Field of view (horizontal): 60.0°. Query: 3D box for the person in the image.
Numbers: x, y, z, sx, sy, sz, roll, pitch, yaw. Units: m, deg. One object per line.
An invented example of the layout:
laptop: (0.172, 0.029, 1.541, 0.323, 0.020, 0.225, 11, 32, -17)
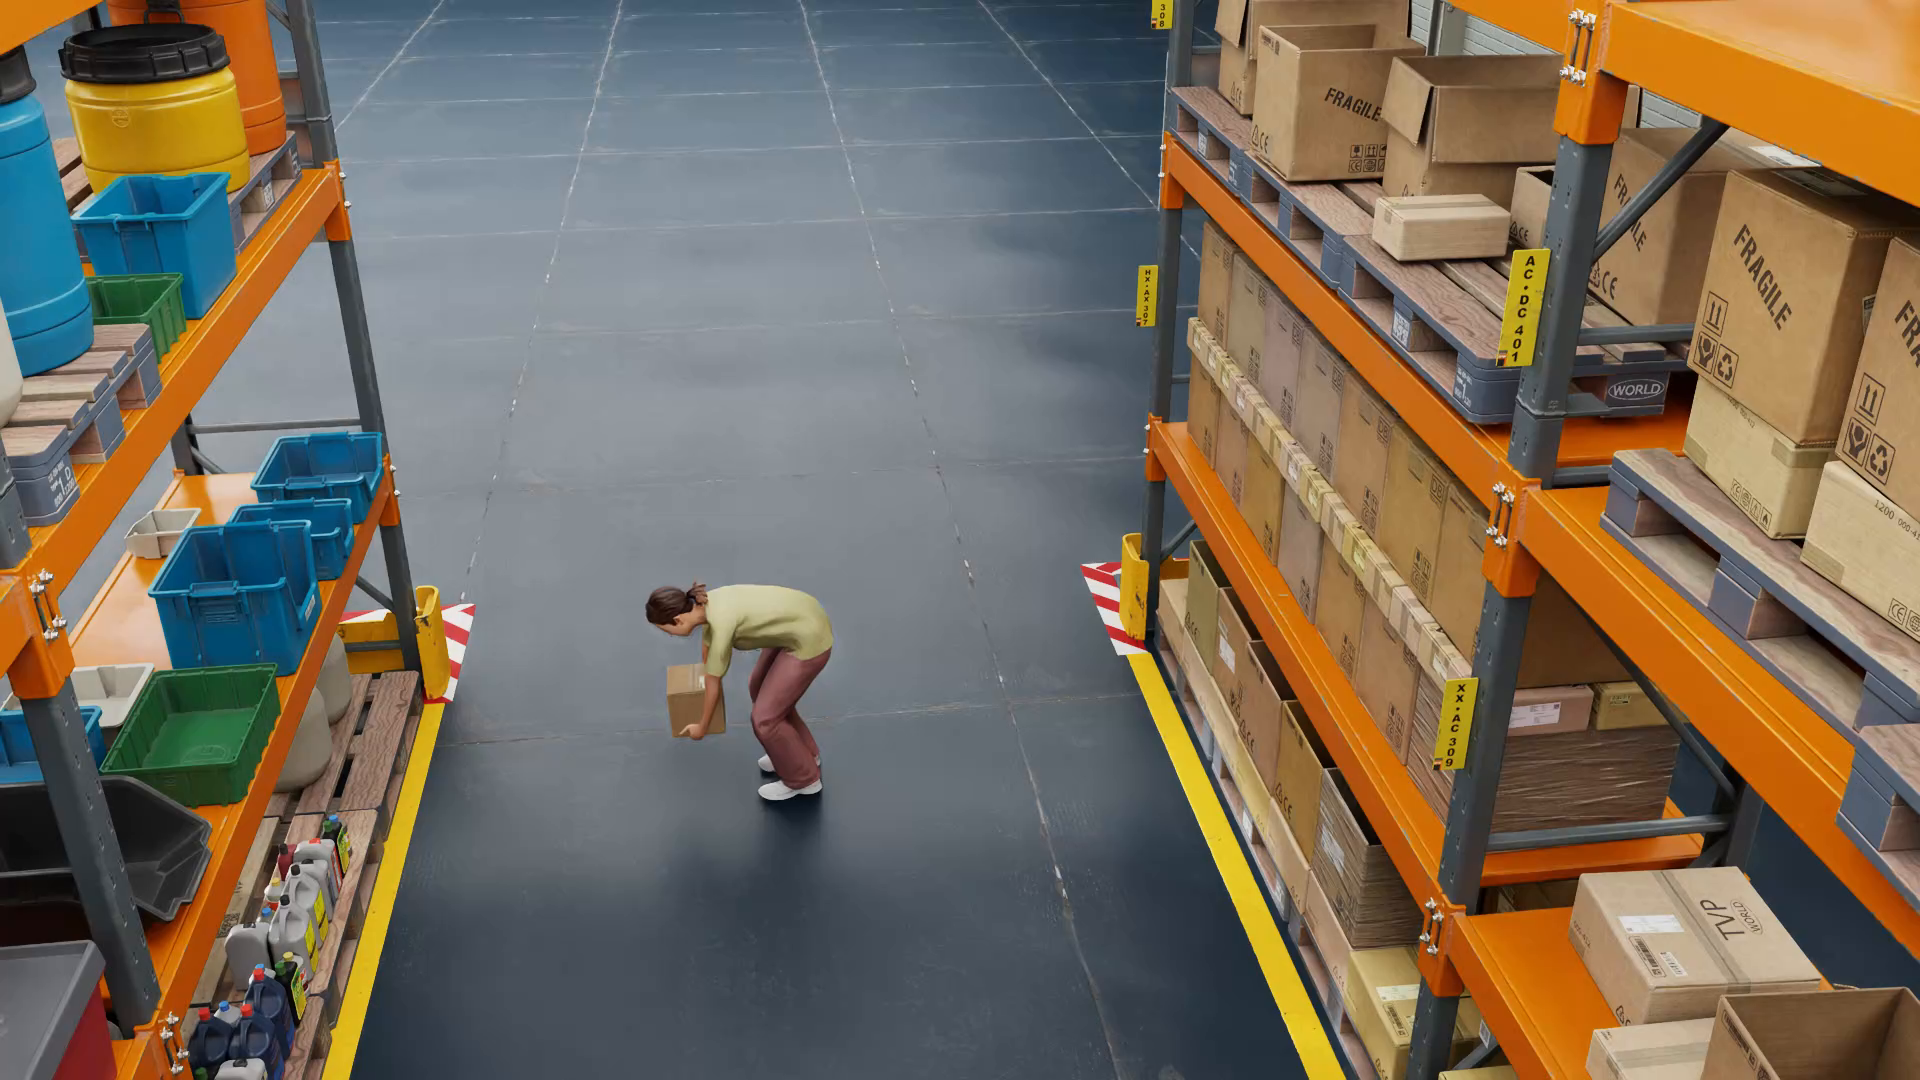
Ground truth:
person: (-1.018, 0.690, 7.876, 0.854, 1.131, 0.447, -5, 28, -9)
